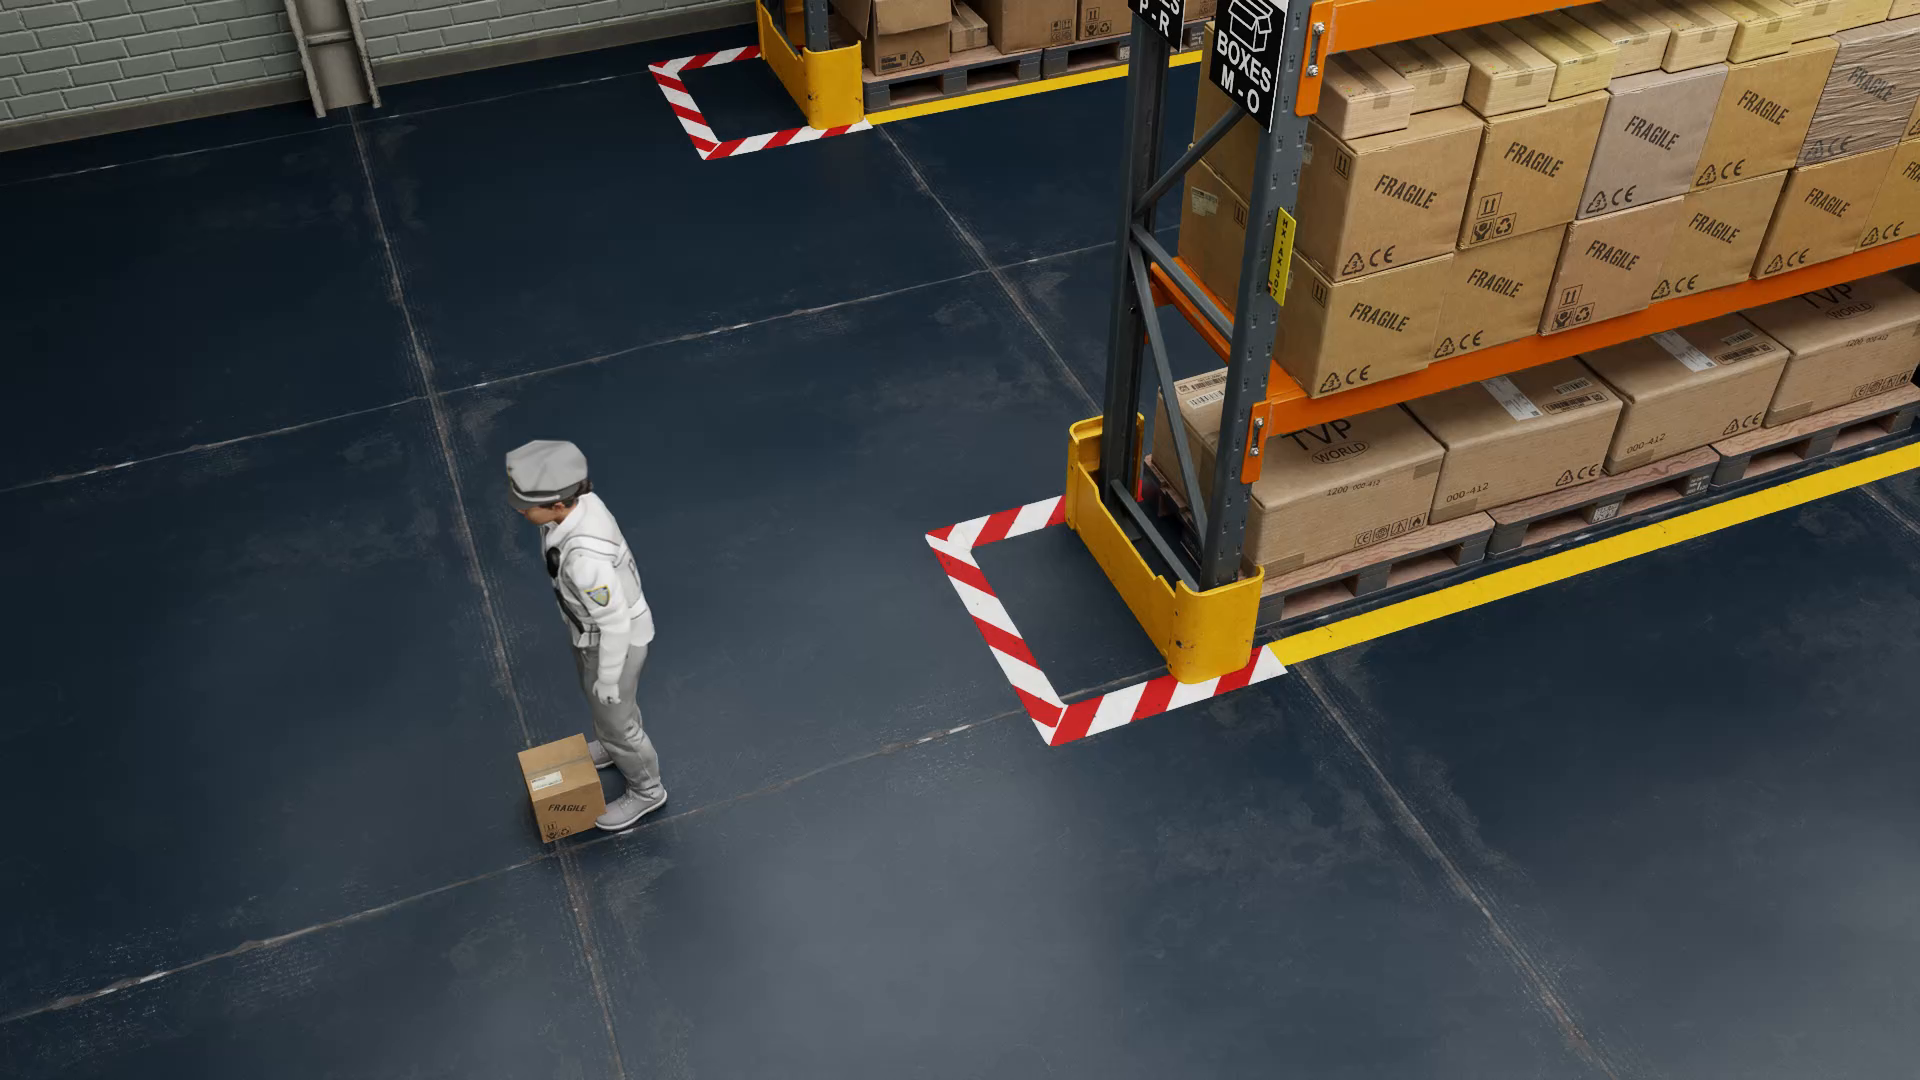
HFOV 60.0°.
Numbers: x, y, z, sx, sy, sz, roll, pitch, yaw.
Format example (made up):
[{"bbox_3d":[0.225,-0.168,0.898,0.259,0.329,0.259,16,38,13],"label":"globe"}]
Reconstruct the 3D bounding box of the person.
[{"bbox_3d":[-1.261,0.334,5.786,0.379,1.662,0.533,-16,44,-17],"label":"person"}]
